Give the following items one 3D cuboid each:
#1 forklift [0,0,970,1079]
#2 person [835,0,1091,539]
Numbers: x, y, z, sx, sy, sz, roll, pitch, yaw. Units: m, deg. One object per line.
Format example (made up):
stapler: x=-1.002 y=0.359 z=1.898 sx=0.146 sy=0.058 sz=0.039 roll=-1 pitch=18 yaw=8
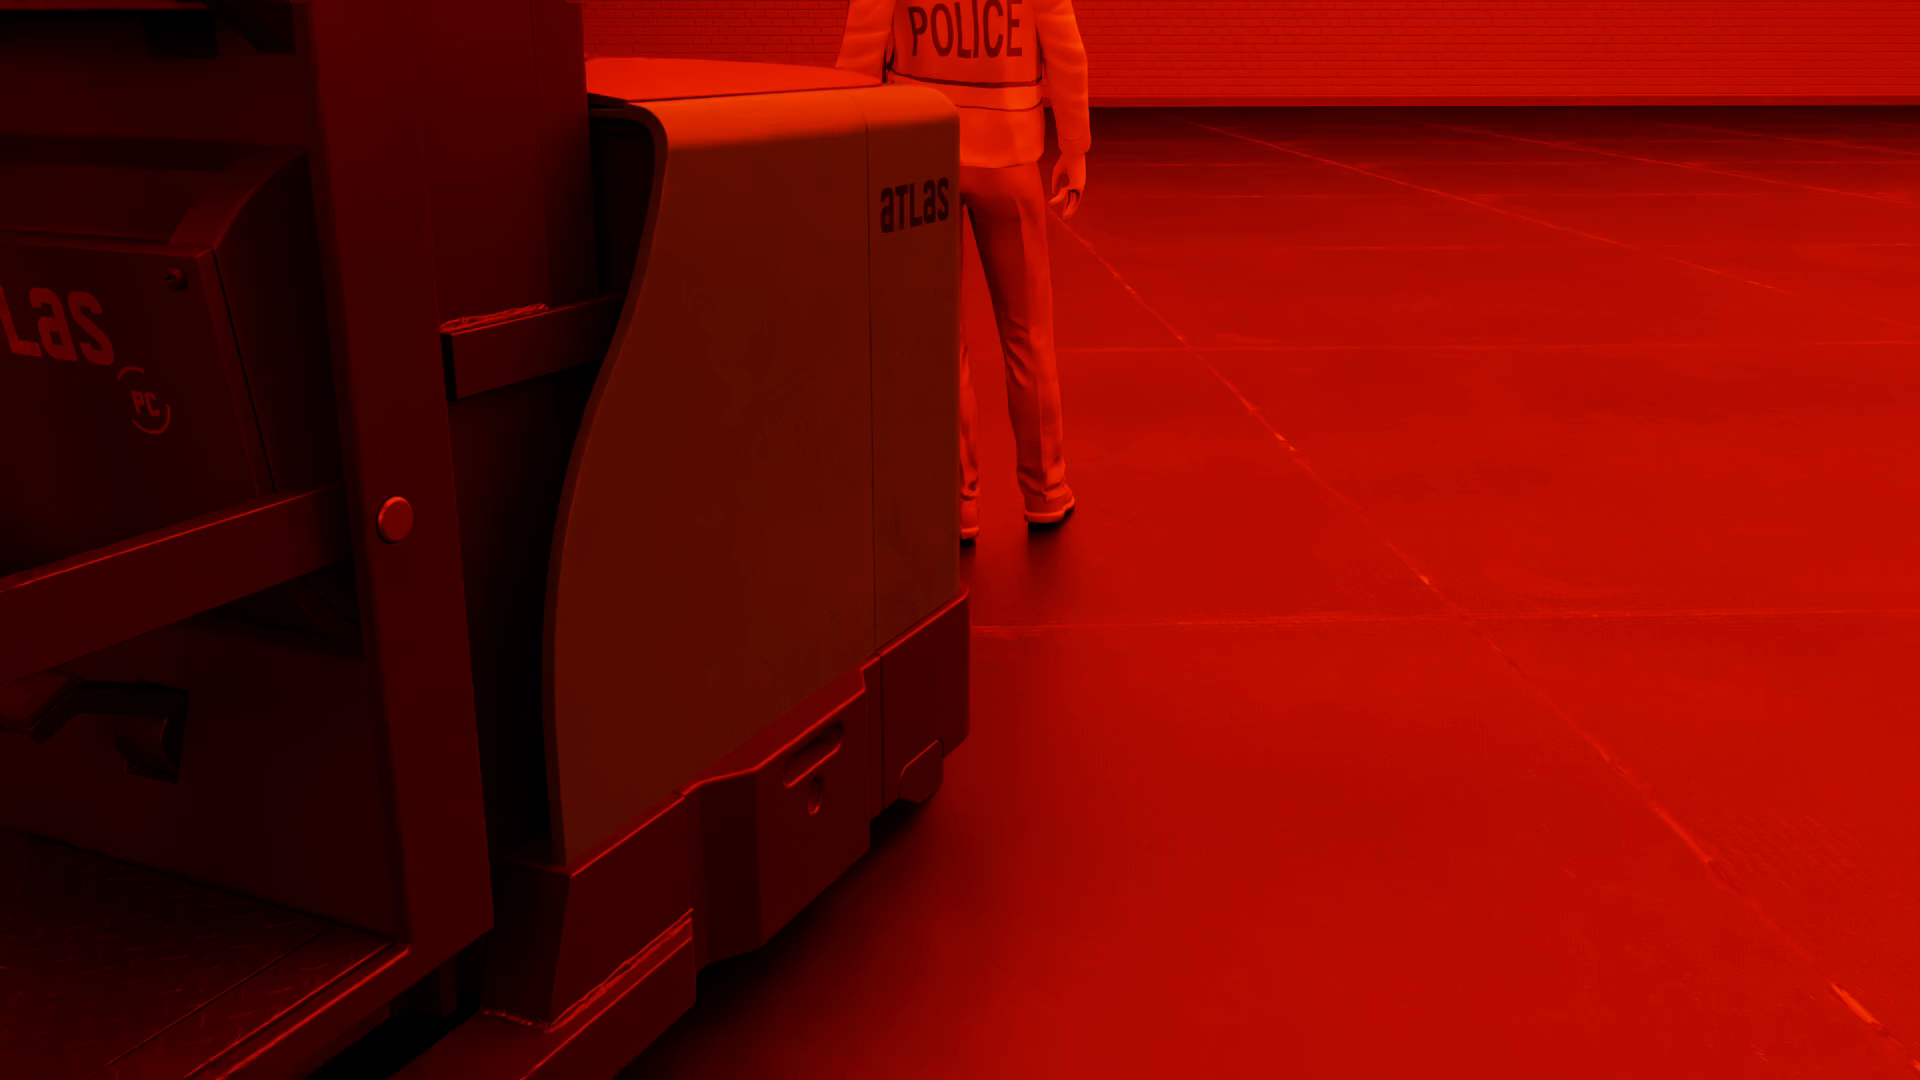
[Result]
forklift: x=-1.067 y=-0.706 z=1.215 sx=1.130 sy=2.935 sz=3.031 roll=8 pitch=19 yaw=24
person: x=0.003 y=-0.837 z=3.735 sx=0.587 sy=1.694 sz=0.529 roll=-1 pitch=17 yaw=-3
